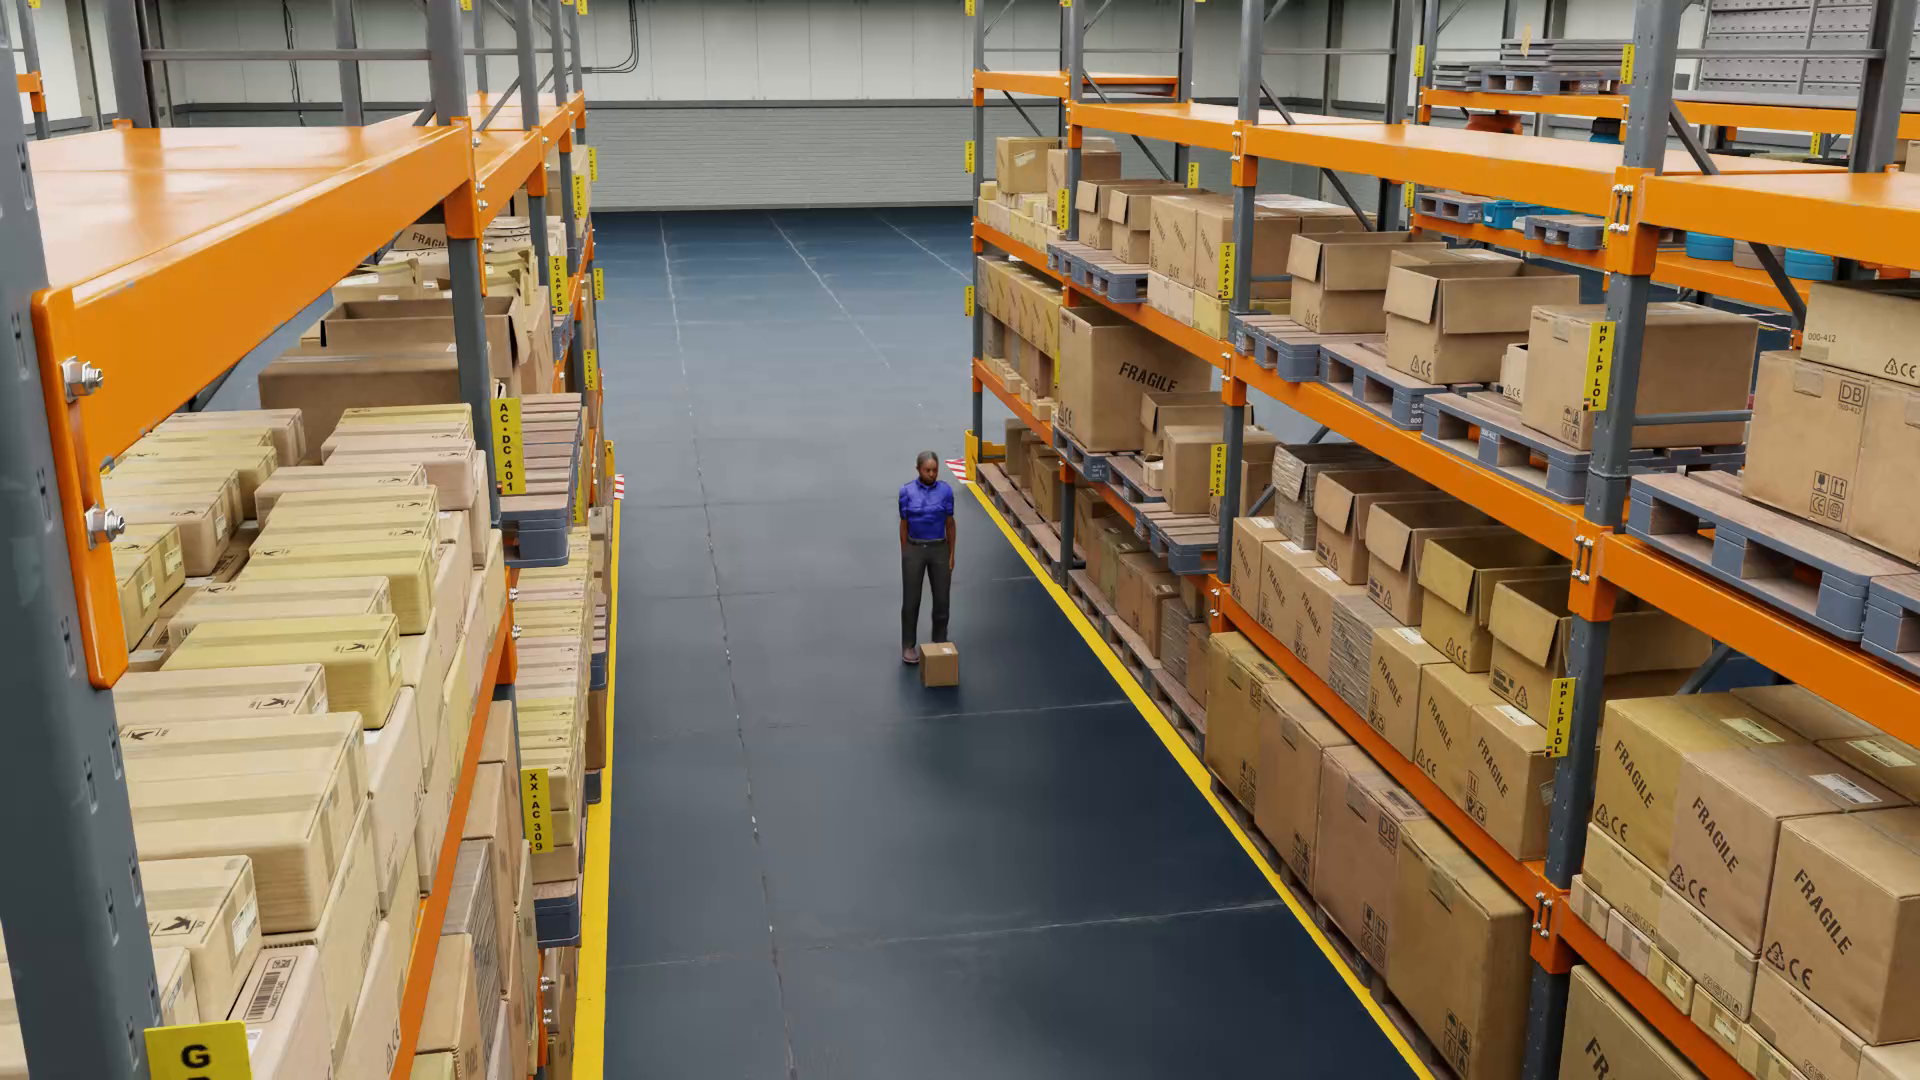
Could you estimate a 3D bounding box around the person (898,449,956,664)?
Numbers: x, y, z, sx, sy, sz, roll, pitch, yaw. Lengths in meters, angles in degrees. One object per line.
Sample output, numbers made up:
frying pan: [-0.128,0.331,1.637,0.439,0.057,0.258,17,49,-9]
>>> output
person: [-0.242,0.118,12.658,0.438,1.655,0.297,-3,17,-9]
